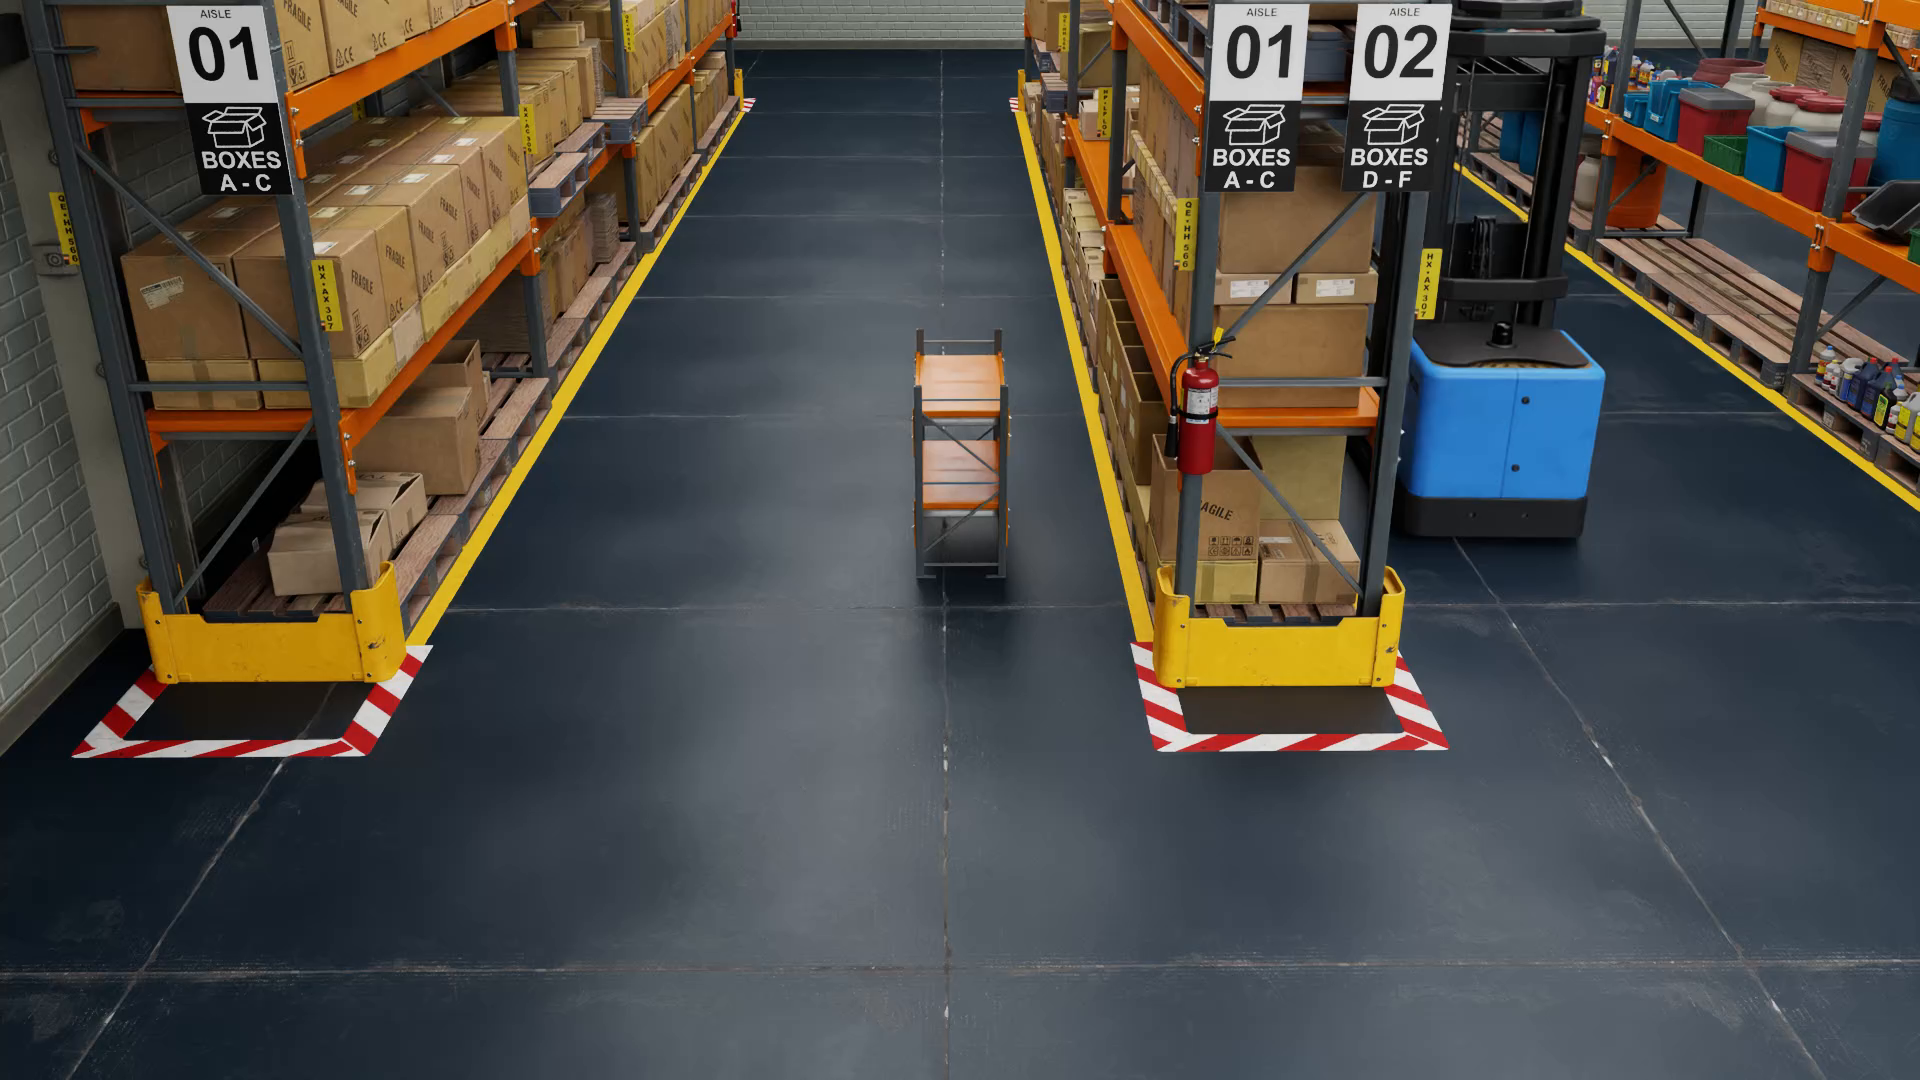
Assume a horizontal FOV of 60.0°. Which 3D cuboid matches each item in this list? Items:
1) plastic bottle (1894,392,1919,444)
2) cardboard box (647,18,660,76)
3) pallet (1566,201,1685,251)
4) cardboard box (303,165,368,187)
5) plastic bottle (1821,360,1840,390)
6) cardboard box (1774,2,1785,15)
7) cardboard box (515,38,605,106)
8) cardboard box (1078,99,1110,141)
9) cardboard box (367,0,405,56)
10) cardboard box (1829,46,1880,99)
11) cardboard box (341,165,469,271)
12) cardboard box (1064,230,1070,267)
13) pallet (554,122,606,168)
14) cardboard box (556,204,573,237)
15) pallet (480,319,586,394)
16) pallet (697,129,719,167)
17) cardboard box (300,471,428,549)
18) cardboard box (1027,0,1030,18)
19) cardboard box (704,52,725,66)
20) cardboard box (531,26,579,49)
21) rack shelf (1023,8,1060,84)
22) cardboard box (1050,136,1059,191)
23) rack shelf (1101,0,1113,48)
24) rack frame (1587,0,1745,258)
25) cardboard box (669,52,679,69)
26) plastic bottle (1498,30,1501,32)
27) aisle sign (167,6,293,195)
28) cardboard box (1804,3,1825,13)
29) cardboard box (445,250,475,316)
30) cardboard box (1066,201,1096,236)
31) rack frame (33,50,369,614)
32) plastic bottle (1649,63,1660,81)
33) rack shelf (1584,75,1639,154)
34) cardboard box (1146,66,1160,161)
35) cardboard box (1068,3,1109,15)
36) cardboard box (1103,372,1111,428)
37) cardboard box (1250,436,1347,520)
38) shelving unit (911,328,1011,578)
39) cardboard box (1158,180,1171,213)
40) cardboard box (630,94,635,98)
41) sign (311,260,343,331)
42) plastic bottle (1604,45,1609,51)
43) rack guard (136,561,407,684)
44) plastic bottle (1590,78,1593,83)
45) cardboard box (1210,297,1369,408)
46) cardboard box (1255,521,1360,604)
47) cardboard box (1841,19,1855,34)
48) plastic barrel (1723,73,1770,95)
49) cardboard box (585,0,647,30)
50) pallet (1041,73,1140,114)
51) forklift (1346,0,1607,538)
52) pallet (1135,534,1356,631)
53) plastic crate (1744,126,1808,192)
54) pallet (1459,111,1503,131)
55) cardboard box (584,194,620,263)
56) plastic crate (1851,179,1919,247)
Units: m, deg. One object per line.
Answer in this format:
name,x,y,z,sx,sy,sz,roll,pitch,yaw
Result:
plastic bottle,6.068,-0.801,10.561,0.144,0.351,0.185,0,24,-1
cardboard box,-3.233,-4.810,16.239,0.500,0.500,0.500,0,24,-1
pallet,6.373,-3.097,16.342,1.003,0.211,1.213,0,24,-1
cardboard box,-3.625,-1.806,9.350,0.500,0.500,0.500,0,24,0
plastic bottle,6.033,-1.145,11.503,0.097,0.201,0.097,0,24,0
cardboard box,10.967,-6.994,21.878,0.380,0.149,0.250,-1,24,-1
cardboard box,-3.468,-4.051,14.411,0.700,0.500,0.500,-3,25,-7
cardboard box,1.286,-3.612,14.205,0.500,0.311,0.500,-1,24,-1
cardboard box,-3.129,-2.698,8.289,0.500,0.500,0.500,1,24,2
cardboard box,11.395,-5.580,20.516,0.875,0.875,0.875,0,24,-1
cardboard box,-3.113,-1.812,9.363,0.500,0.500,0.500,0,24,1
cardboard box,1.189,-2.536,14.545,0.500,0.250,0.500,-1,24,-2
pallet,-3.421,-3.095,13.187,1.003,0.211,1.213,0,24,-1
cardboard box,-3.469,-2.658,13.576,0.500,0.250,0.500,0,24,-1
pallet,-3.449,-1.400,12.590,1.003,0.211,1.213,0,24,-1
pallet,-3.457,-4.690,19.863,1.003,0.211,1.213,0,24,-1
cardboard box,-3.320,-0.198,9.276,0.500,0.311,0.500,2,24,4
cardboard box,1.135,-6.968,21.394,0.500,0.500,0.500,0,24,-1
cardboard box,-3.279,-6.303,21.782,0.380,0.149,0.250,-1,24,-1
cardboard box,-3.431,-4.265,14.099,0.380,0.149,0.250,-4,25,-9
rack shelf,1.405,-6.167,20.618,1.077,0.370,4.000,0,24,-1
cardboard box,1.208,-3.897,17.227,0.500,0.500,0.500,-1,24,-3
rack shelf,1.492,-4.237,12.711,1.077,0.370,4.000,0,24,-1
rack frame,6.423,-4.043,15.049,1.000,3.000,0.127,0,24,-1
cardboard box,-3.194,-5.084,17.631,0.380,0.149,0.250,0,24,-1
plastic bottle,5.957,-5.485,18.379,0.061,0.283,0.133,0,24,-1
aisle sign,-3.095,-1.858,7.064,0.394,0.787,0.004,0,24,-1
cardboard box,11.038,-6.809,20.985,0.500,0.250,0.500,-1,24,-2
cardboard box,-3.107,-1.477,9.534,0.500,0.250,0.500,0,24,0
cardboard box,1.196,-2.783,14.409,0.500,0.311,0.500,-1,24,-2
rack frame,-3.396,-0.702,7.662,1.000,3.000,0.127,0,24,-1
plastic bottle,6.778,-4.511,16.225,0.061,0.283,0.133,0,24,-1
rack shelf,6.401,-4.539,17.019,1.077,0.370,4.000,0,24,-1
cardboard box,1.532,-2.620,10.206,0.700,0.500,0.500,0,24,-1
cardboard box,1.508,-5.180,16.931,0.700,0.500,0.500,-6,25,-14
cardboard box,1.216,-0.914,10.958,0.500,0.250,0.500,0,24,-1
cardboard box,1.767,-0.434,8.986,0.500,0.500,0.500,0,24,-1
shelving unit,0.000,-0.515,9.524,0.538,1.125,1.048,0,24,-1
cardboard box,1.344,-1.965,9.547,0.380,0.149,0.250,0,24,-1
cardboard box,-3.249,-4.134,15.530,0.380,0.149,0.250,0,24,0
sign,-2.853,-1.099,7.489,0.100,0.325,0.005,0,24,-1
plastic bottle,6.718,-5.060,17.448,0.152,0.276,0.135,0,24,-1
rack guard,-3.397,0.406,8.246,1.175,0.500,0.348,0,24,-1
plastic bottle,6.006,-4.300,15.859,0.097,0.201,0.097,0,24,0
cardboard box,1.565,-0.964,8.119,0.700,0.500,0.500,0,24,-1
cardboard box,1.774,0.114,8.685,0.500,0.250,0.500,0,24,-1
cardboard box,10.987,-6.253,20.240,0.380,0.149,0.250,-1,24,-1
plastic barrel,6.648,-3.671,14.091,0.421,0.512,0.421,0,24,0
cardboard box,-3.237,-4.940,15.616,0.500,0.250,0.500,-1,24,-1
pallet,1.393,-4.214,15.660,1.213,0.211,1.003,0,24,-1
forklift,3.141,-1.910,10.417,1.130,2.935,3.031,1,24,2
pallet,1.507,0.230,8.985,1.003,0.211,1.213,0,24,-1
plastic crate,6.144,-2.841,12.410,0.392,0.384,0.575,0,24,-1
pallet,6.317,-5.227,21.052,1.003,0.211,1.213,0,24,-1
cardboard box,-3.423,-2.763,14.720,0.700,0.500,0.500,0,24,0
plastic crate,6.345,-2.150,10.939,0.767,0.338,0.504,0,24,-1
